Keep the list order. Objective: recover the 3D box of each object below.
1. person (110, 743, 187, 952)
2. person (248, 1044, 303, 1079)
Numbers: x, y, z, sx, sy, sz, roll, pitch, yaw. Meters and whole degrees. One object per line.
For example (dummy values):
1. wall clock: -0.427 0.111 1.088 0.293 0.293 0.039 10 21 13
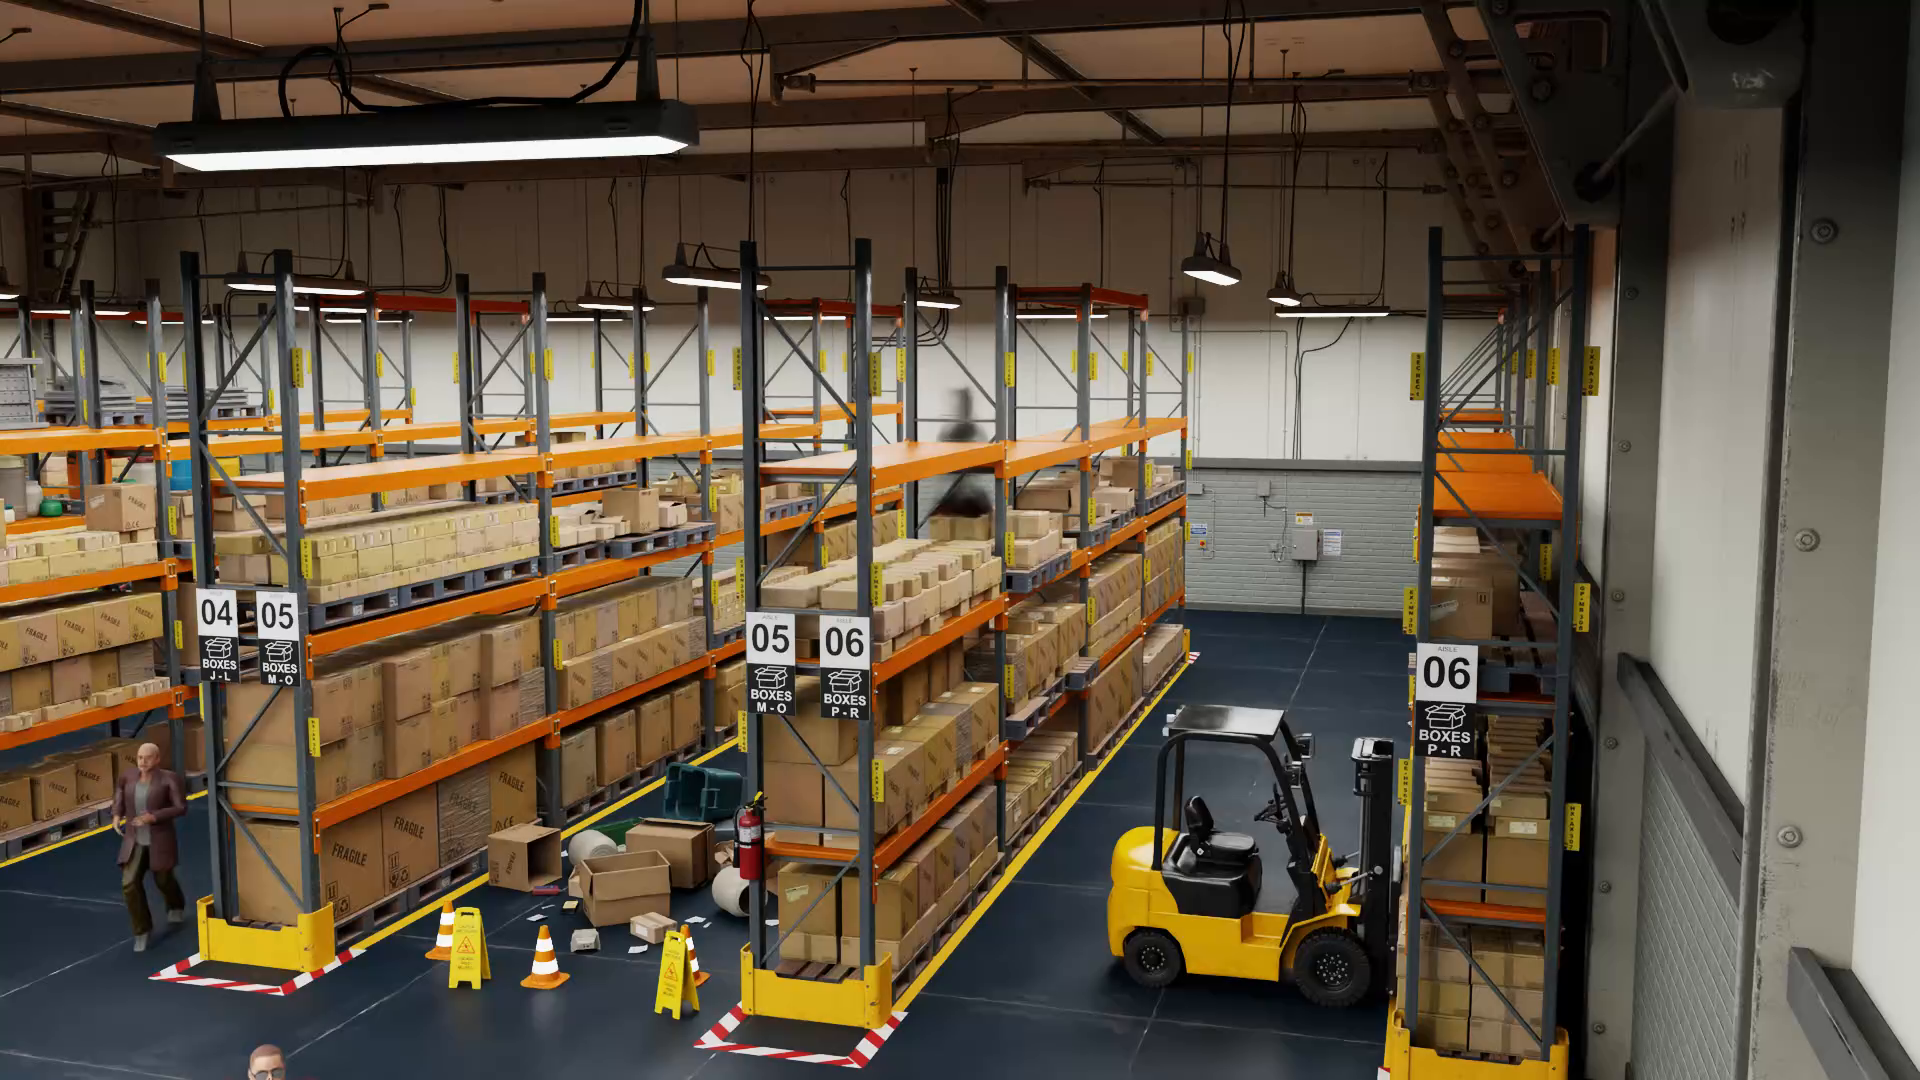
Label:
1. person: -7.163 2.690 14.710 0.726 1.849 0.888 -1 6 -5
2. person: -3.450 3.368 8.343 0.642 1.768 0.915 -3 7 -28
